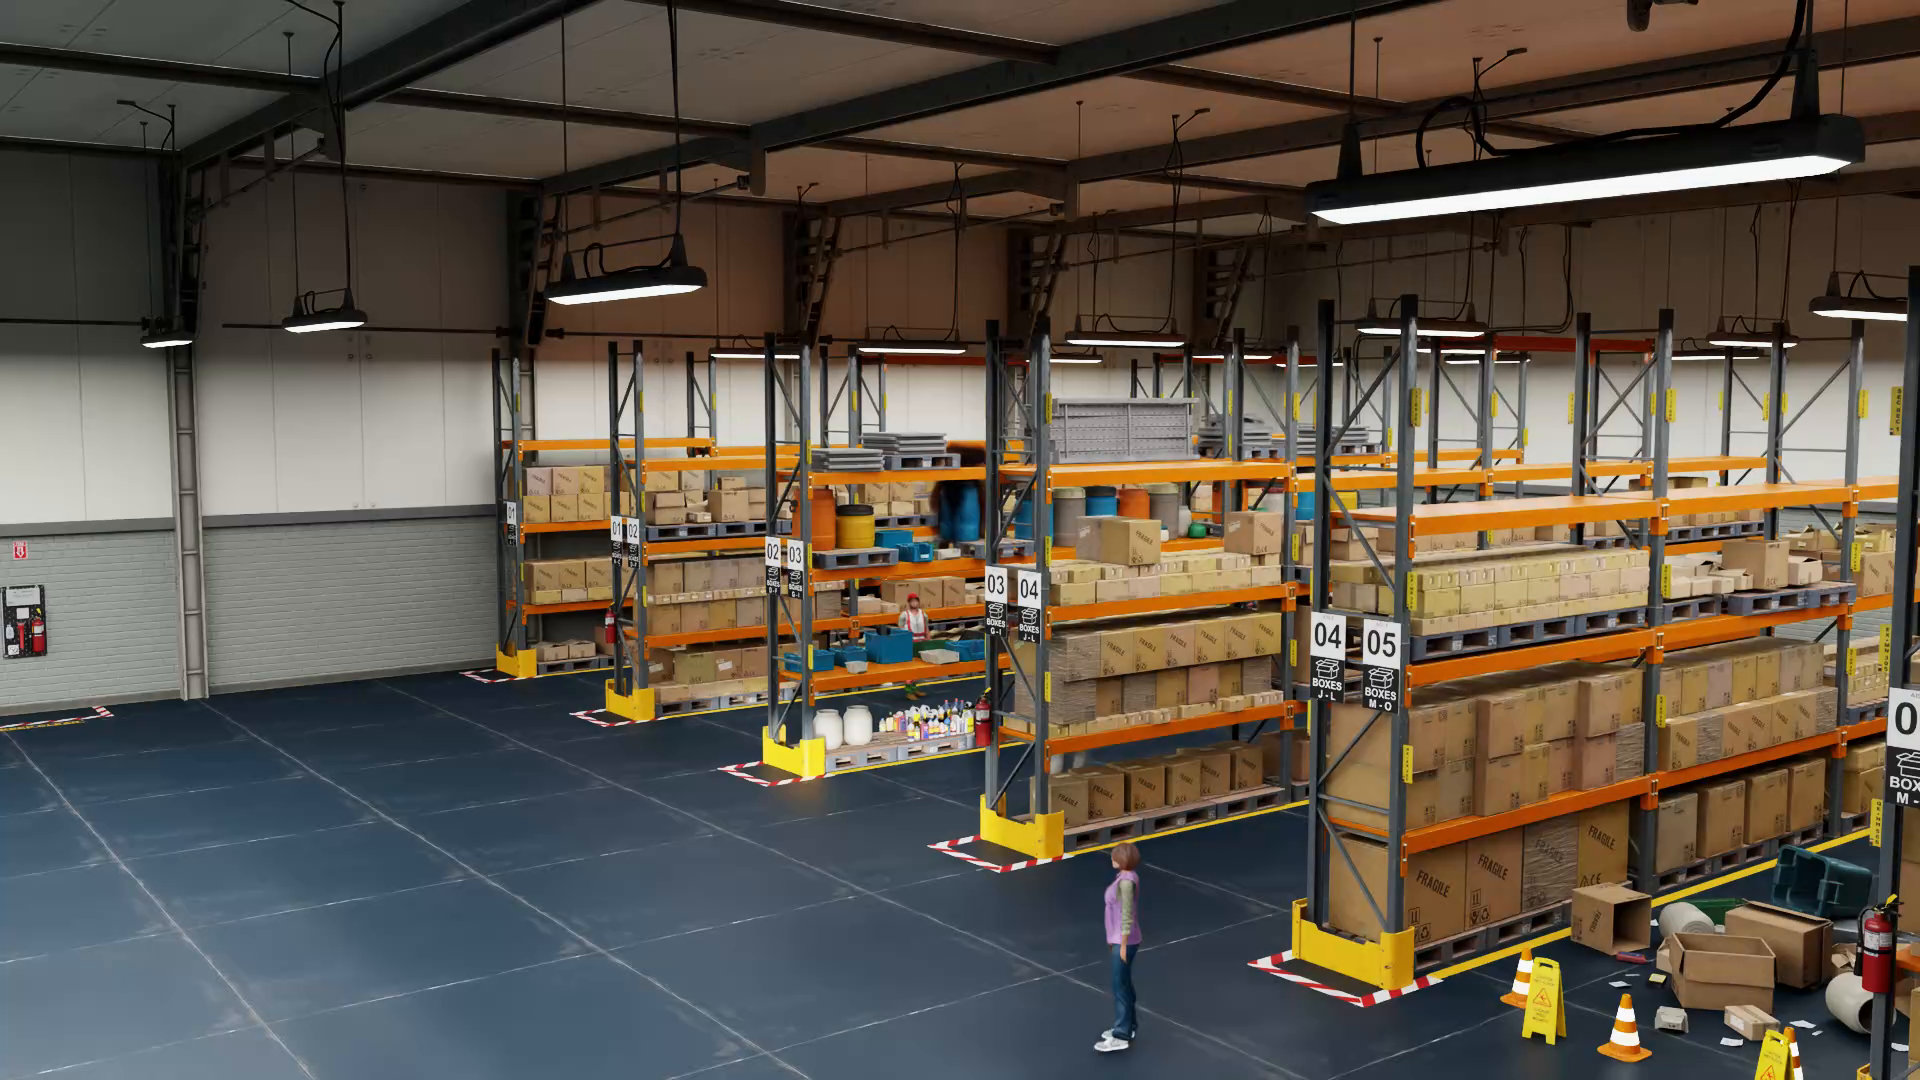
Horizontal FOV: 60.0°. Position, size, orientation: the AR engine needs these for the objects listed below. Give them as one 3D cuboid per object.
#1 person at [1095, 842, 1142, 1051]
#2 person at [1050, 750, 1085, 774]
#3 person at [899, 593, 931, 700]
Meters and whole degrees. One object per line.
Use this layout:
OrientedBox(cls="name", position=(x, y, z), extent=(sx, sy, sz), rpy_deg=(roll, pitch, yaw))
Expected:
OrientedBox(cls="person", position=(1.258, 3.206, 13.217), extent=(0.374, 1.606, 0.498), rpy_deg=(0, 5, 3))
OrientedBox(cls="person", position=(1.341, 2.448, 21.245), extent=(0.659, 1.855, 0.615), rpy_deg=(1, 5, 16))
OrientedBox(cls="person", position=(-0.767, 1.799, 28.205), extent=(0.582, 1.791, 0.435), rpy_deg=(-4, 7, -40))
